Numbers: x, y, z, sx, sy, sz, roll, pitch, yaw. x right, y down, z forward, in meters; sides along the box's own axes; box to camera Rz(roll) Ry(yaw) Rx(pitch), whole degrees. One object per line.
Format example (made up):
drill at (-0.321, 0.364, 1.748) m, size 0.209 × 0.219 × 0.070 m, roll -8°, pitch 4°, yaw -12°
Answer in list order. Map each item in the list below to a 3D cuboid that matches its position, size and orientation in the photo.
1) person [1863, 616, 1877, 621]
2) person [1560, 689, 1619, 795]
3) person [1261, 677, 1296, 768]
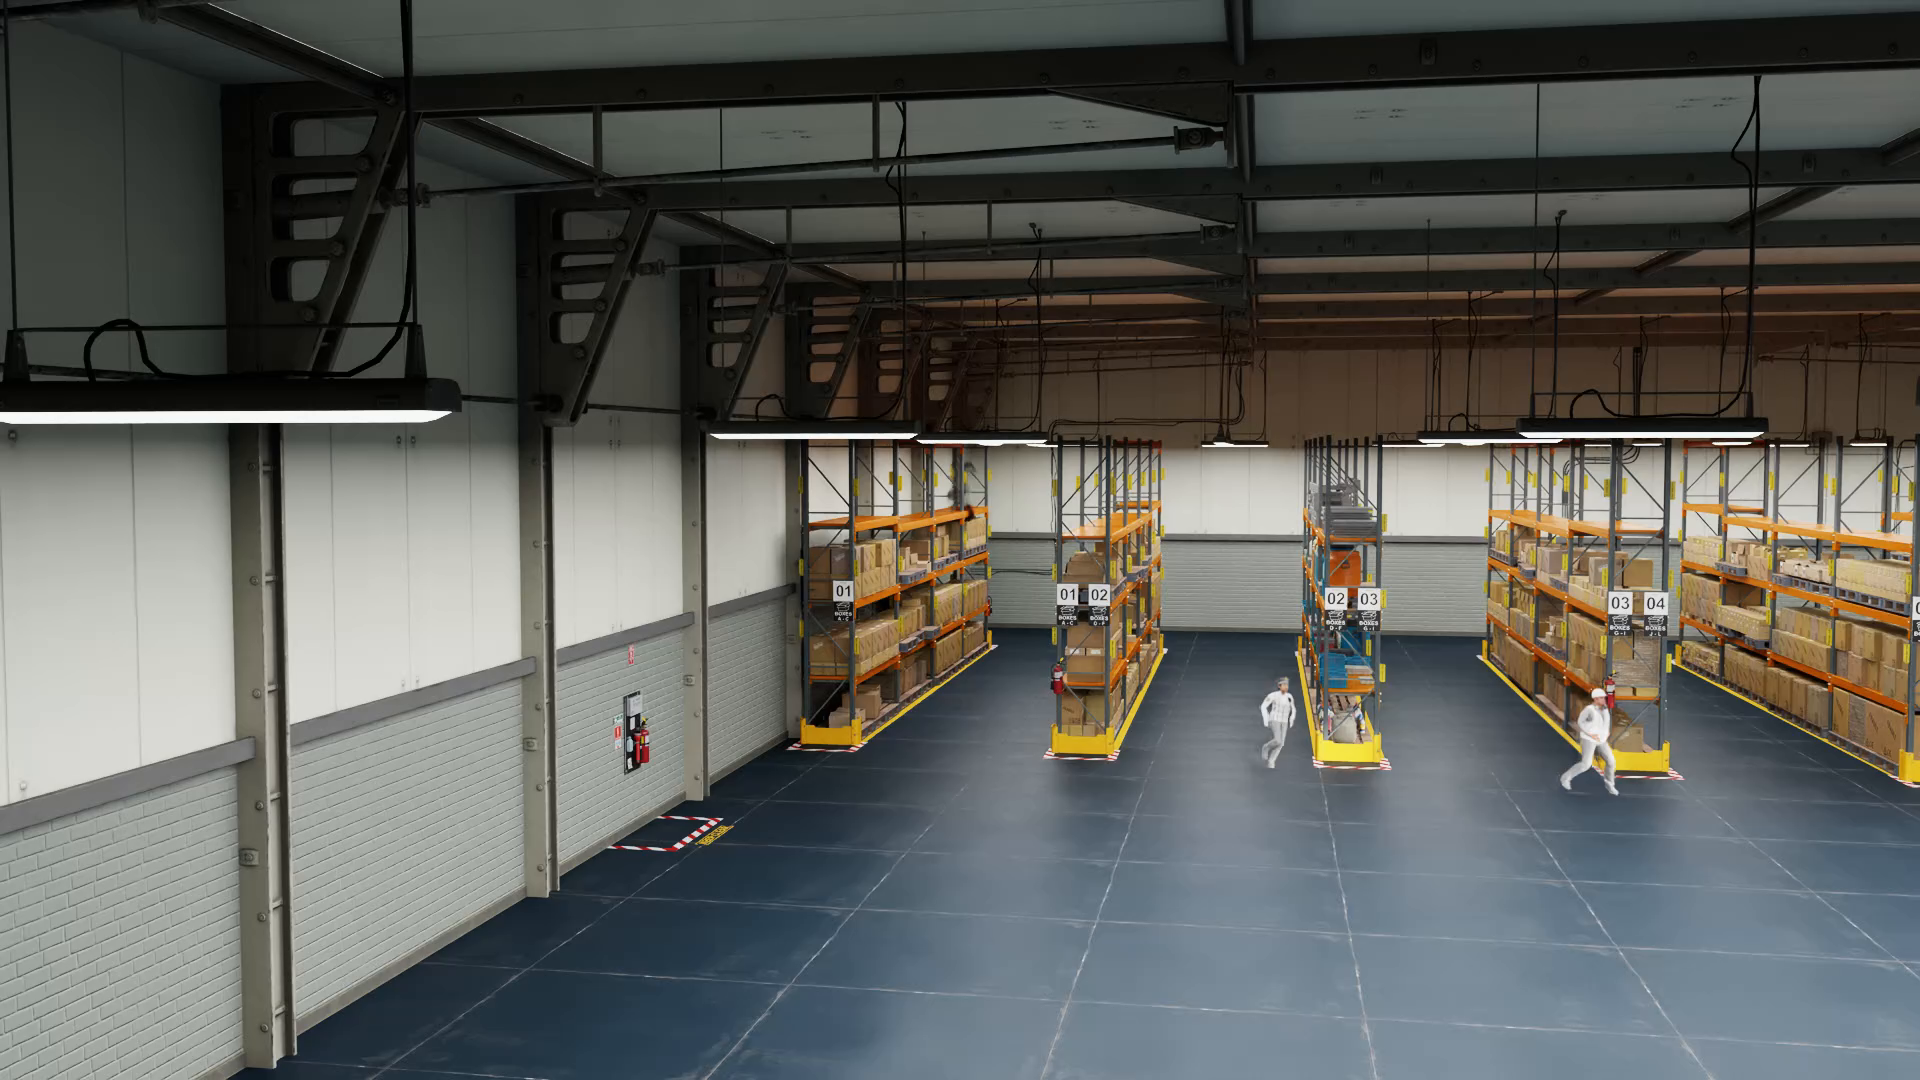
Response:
person at (24.539, 2.427, 44.730) m, size 0.863 × 1.771 × 0.657 m, roll 0°, pitch 3°, yaw 4°
person at (10.571, 3.364, 27.791) m, size 0.888 × 1.773 × 0.739 m, roll -2°, pitch 4°, yaw -31°
person at (5.796, 3.287, 30.016) m, size 0.640 × 1.620 × 0.504 m, roll -1°, pitch 3°, yaw -16°
